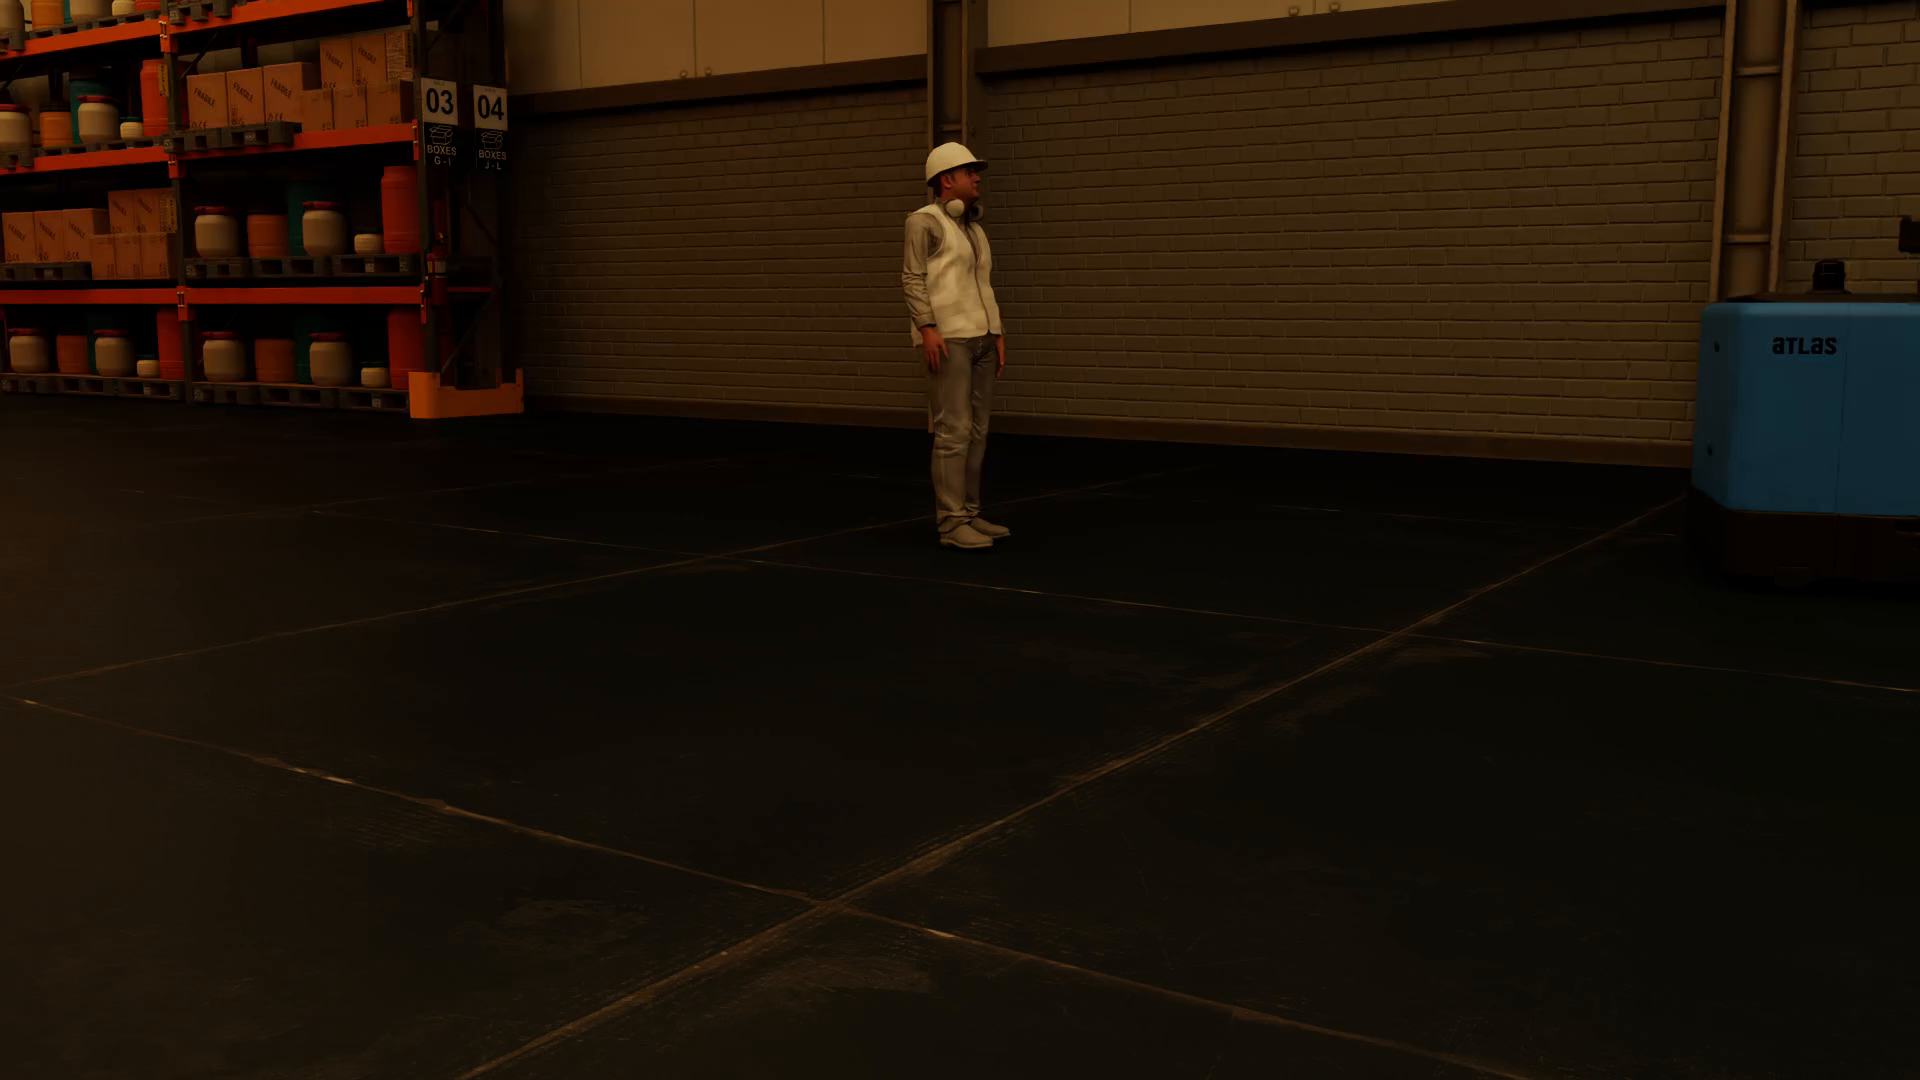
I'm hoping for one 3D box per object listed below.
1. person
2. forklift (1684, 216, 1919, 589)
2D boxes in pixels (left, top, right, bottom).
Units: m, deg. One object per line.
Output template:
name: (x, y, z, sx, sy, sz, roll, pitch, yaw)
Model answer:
person: (0.048, -0.880, 7.437, 0.566, 1.775, 0.634, 5, 10, 34)
forklift: (4.431, -1.264, 6.081, 3.031, 2.935, 1.130, 2, 8, 16)
